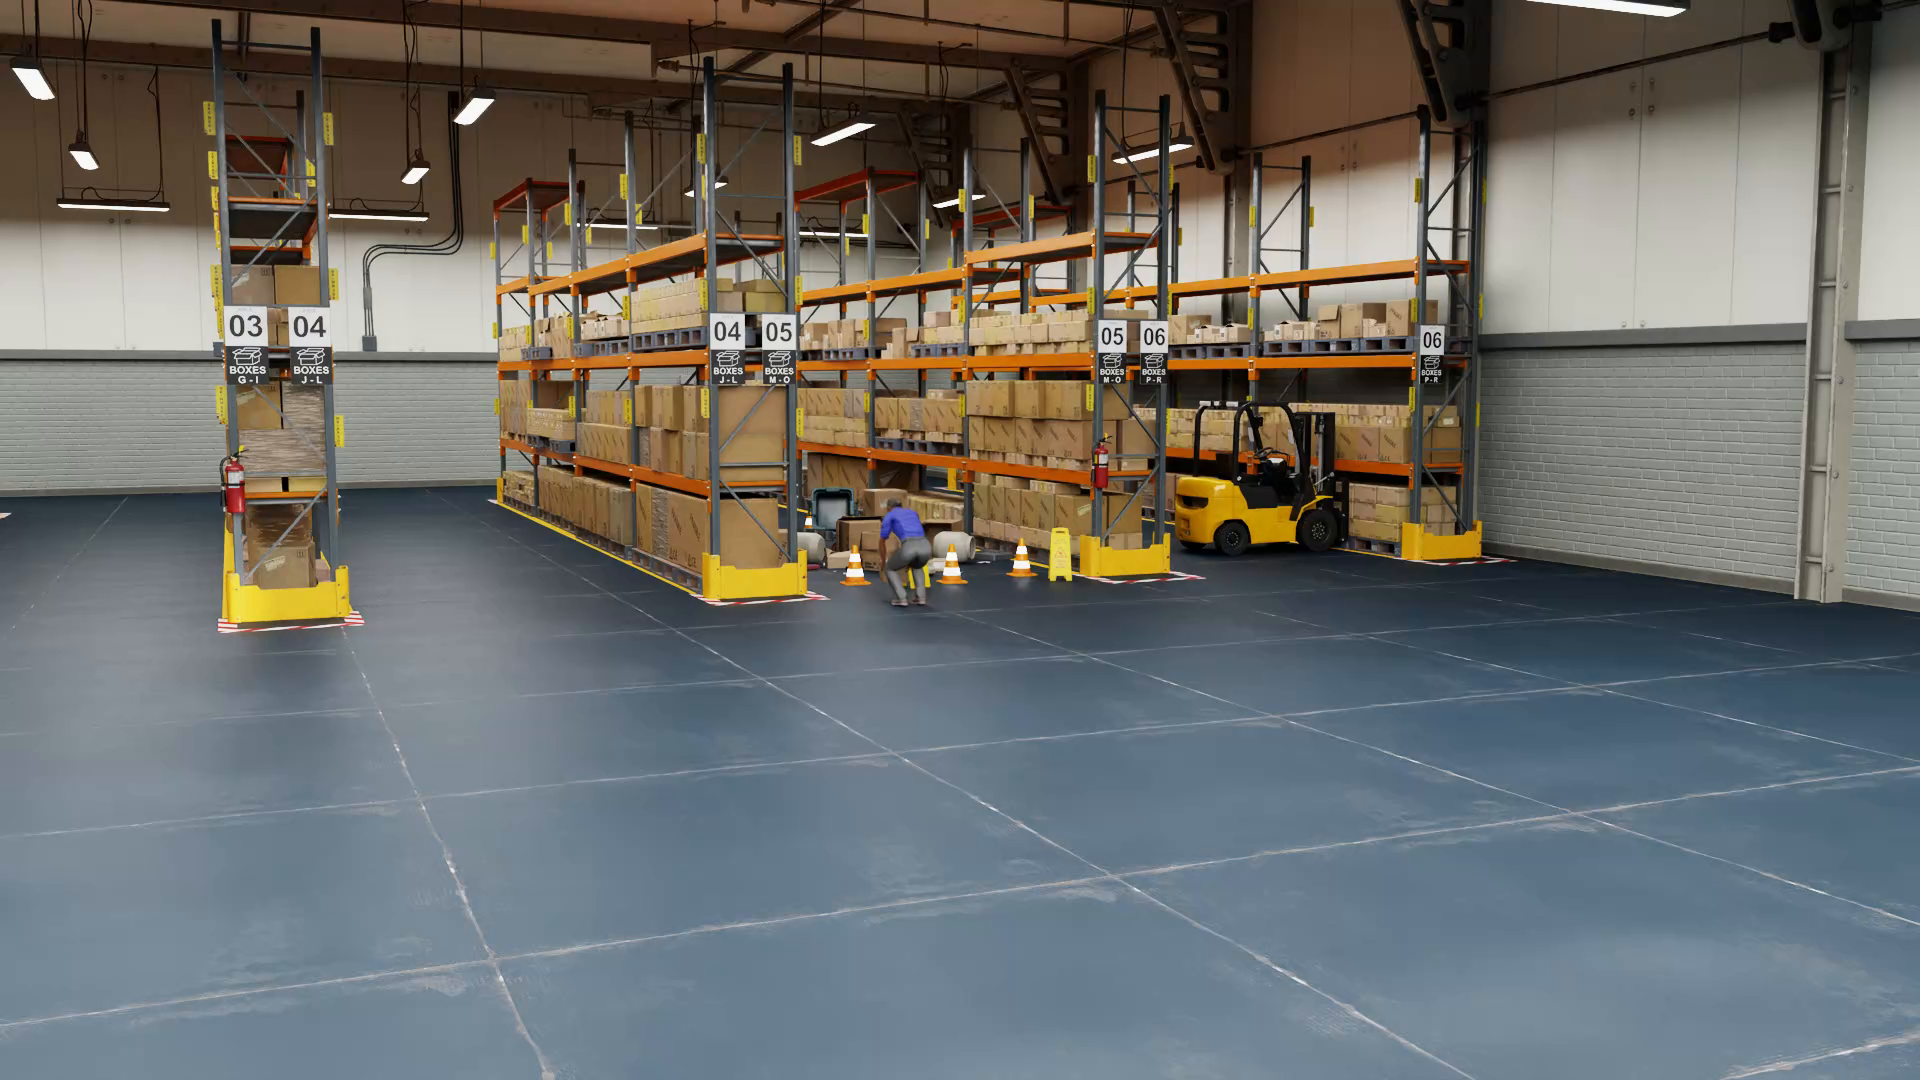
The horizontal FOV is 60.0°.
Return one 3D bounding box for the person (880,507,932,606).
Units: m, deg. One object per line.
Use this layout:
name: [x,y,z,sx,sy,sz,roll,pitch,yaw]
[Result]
person: [-0.572,0.188,18.187,0.486,1.068,0.556,-2,6,-24]
